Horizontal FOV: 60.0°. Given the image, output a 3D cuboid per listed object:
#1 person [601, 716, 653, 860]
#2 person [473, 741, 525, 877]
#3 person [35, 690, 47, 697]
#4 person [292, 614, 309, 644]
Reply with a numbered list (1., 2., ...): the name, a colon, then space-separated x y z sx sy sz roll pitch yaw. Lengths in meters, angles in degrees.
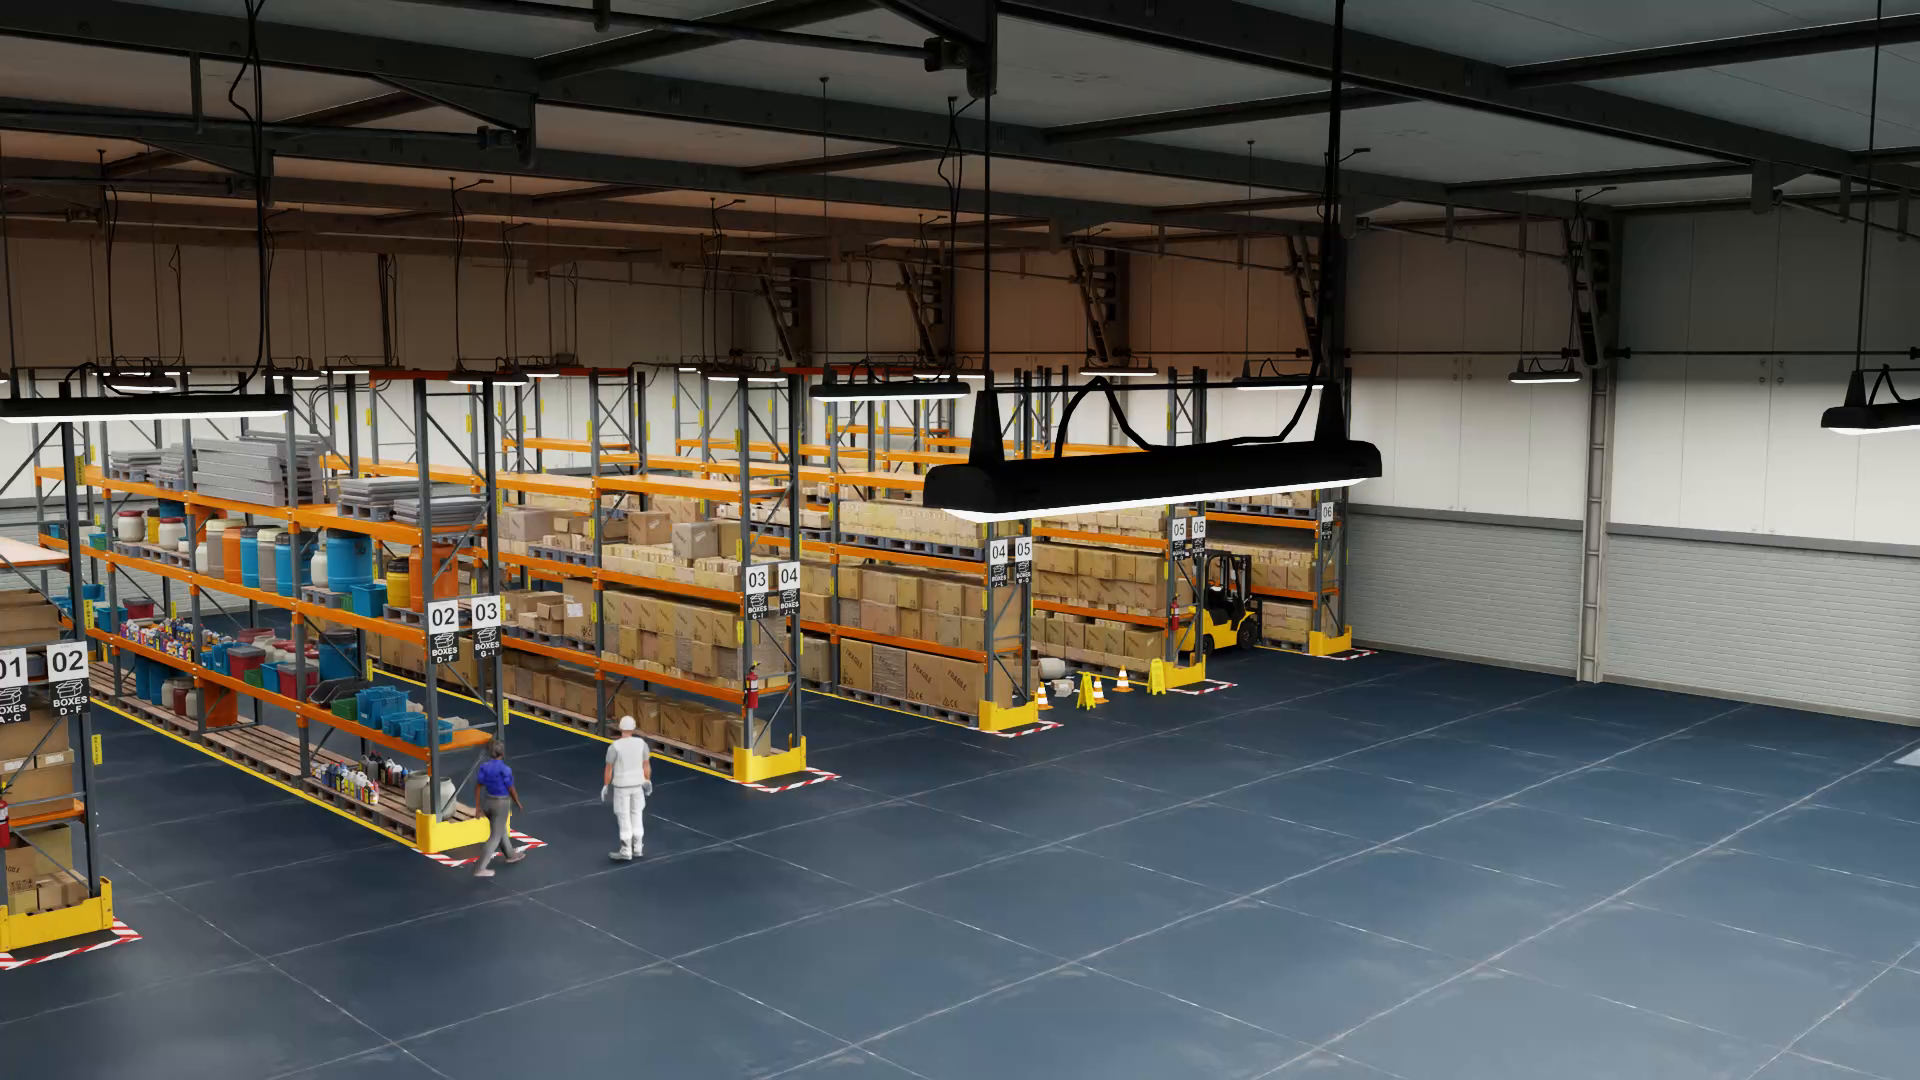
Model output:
1. person: -4.160 3.103 20.800 0.663 1.824 0.365 -4 8 -31
2. person: -5.593 3.235 20.246 0.477 1.582 0.975 4 7 30
3. person: -16.581 2.149 29.622 0.597 1.749 0.712 -1 6 -7
4. person: -13.130 1.759 33.202 0.383 1.689 0.508 -1 6 -7
